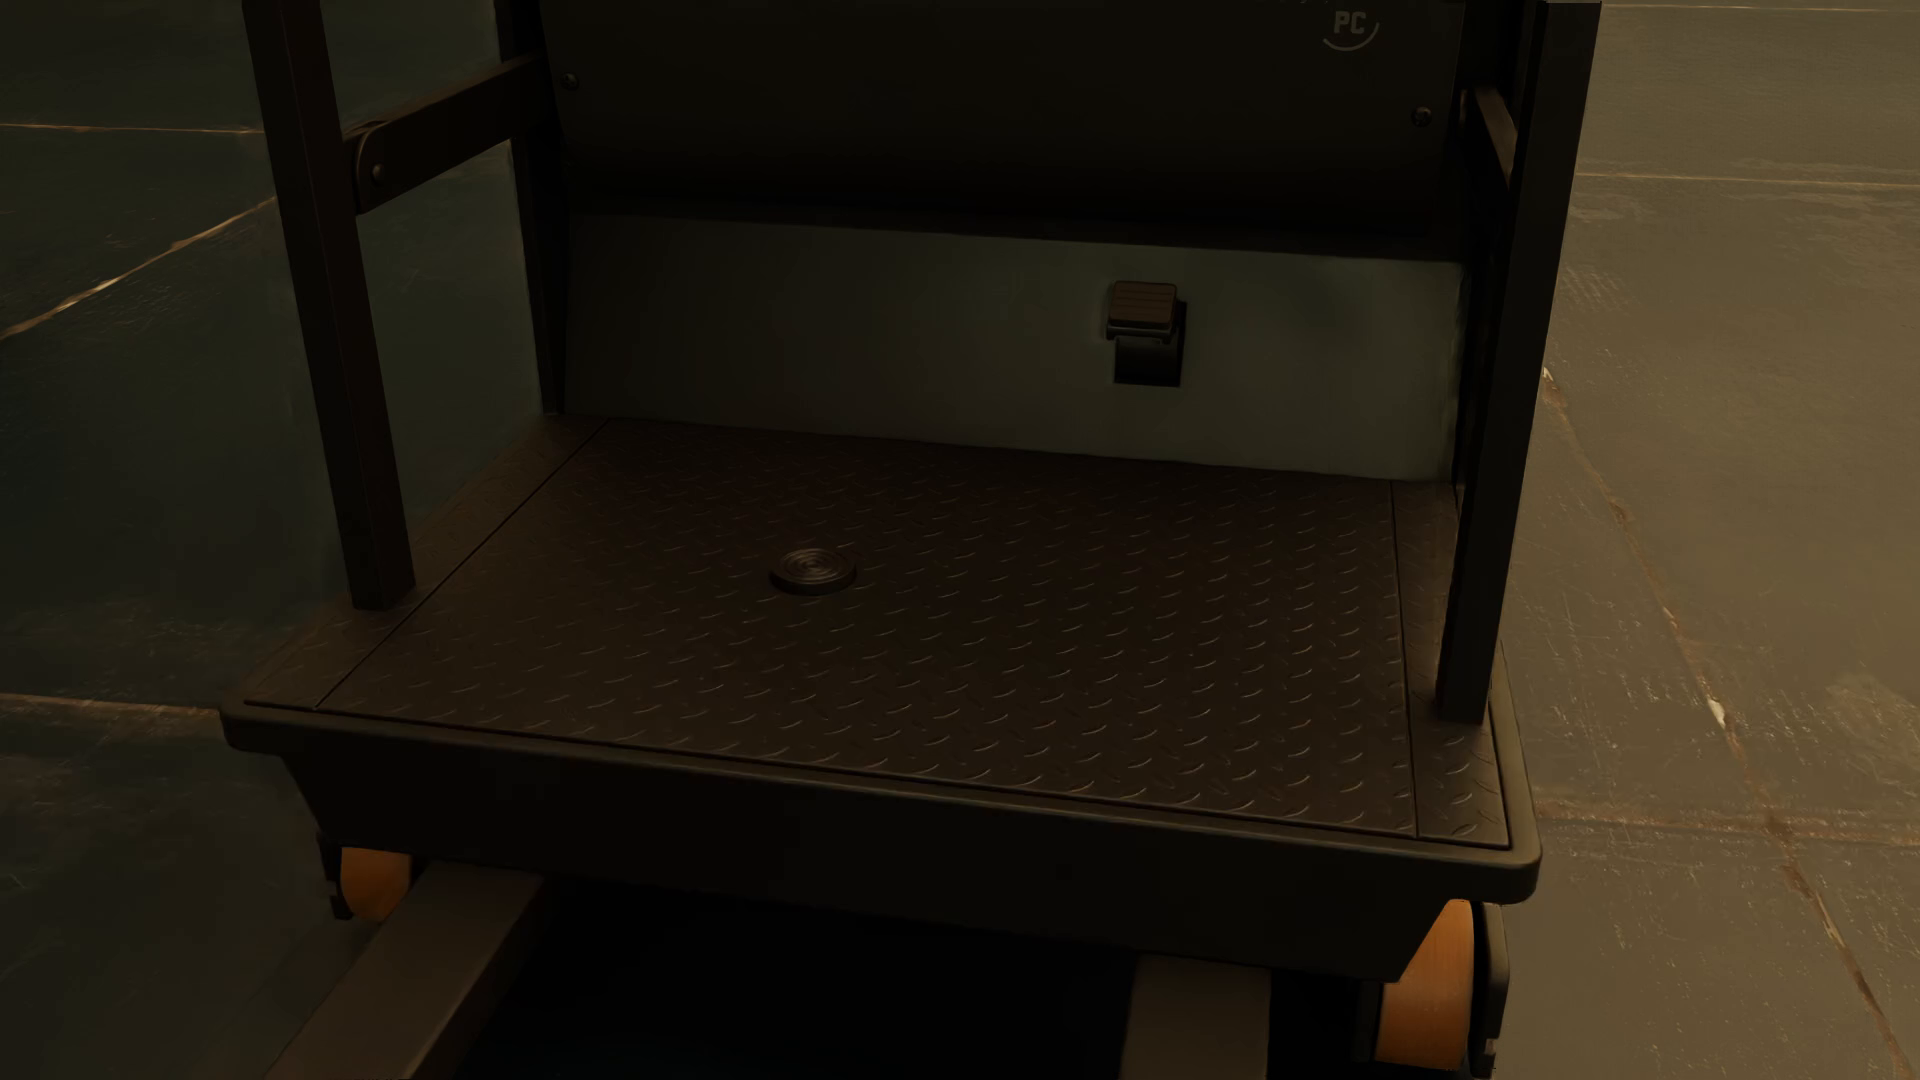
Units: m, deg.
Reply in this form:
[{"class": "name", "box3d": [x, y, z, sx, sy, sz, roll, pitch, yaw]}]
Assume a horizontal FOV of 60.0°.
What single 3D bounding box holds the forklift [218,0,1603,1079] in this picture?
[{"class": "forklift", "box3d": [-0.012, -1.007, 1.235, 1.130, 2.935, 3.031, 5, 27, 10]}]
